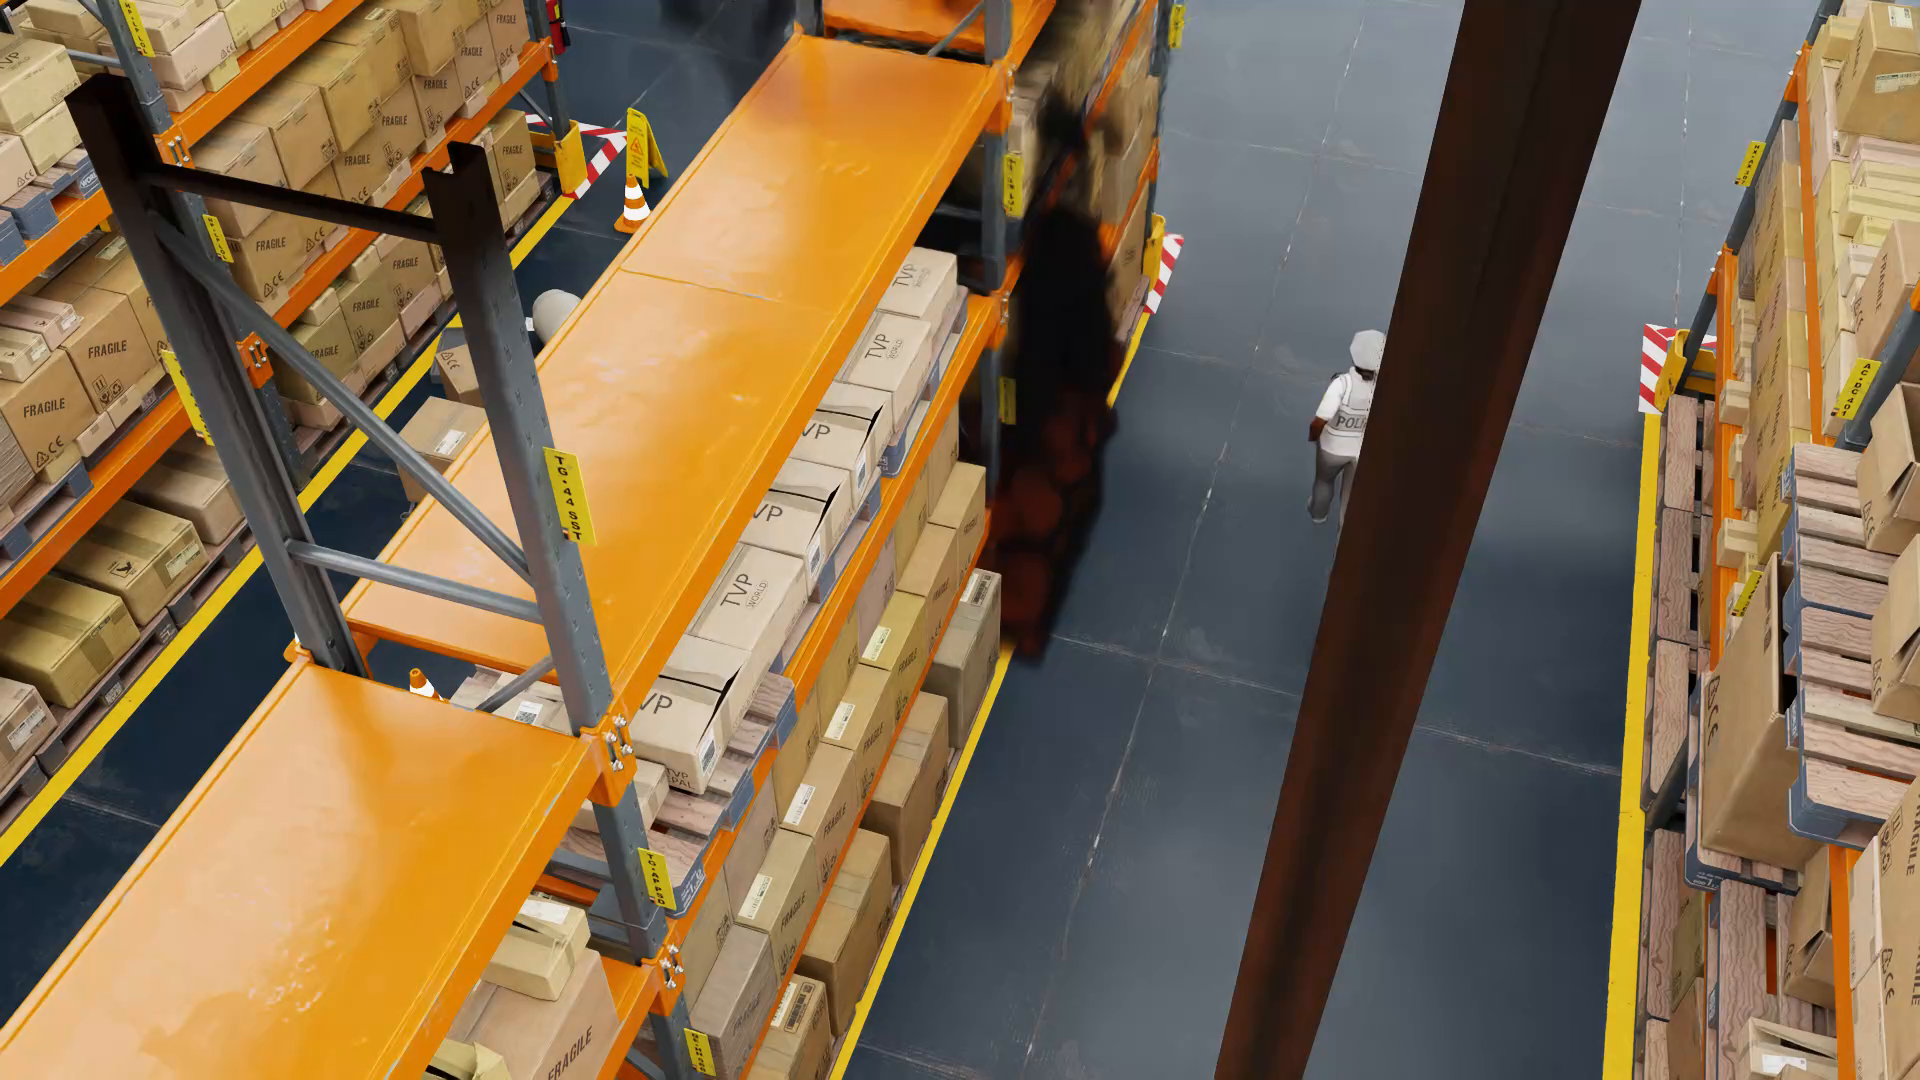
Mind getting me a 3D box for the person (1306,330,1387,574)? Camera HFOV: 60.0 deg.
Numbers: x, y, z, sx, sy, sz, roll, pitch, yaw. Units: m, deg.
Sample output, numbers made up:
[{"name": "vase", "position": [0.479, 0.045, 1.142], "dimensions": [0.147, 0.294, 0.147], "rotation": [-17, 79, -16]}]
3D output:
[{"name": "person", "position": [2.354, -0.554, 10.082], "dimensions": [0.587, 1.723, 0.859], "rotation": [3, 46, 3]}]
